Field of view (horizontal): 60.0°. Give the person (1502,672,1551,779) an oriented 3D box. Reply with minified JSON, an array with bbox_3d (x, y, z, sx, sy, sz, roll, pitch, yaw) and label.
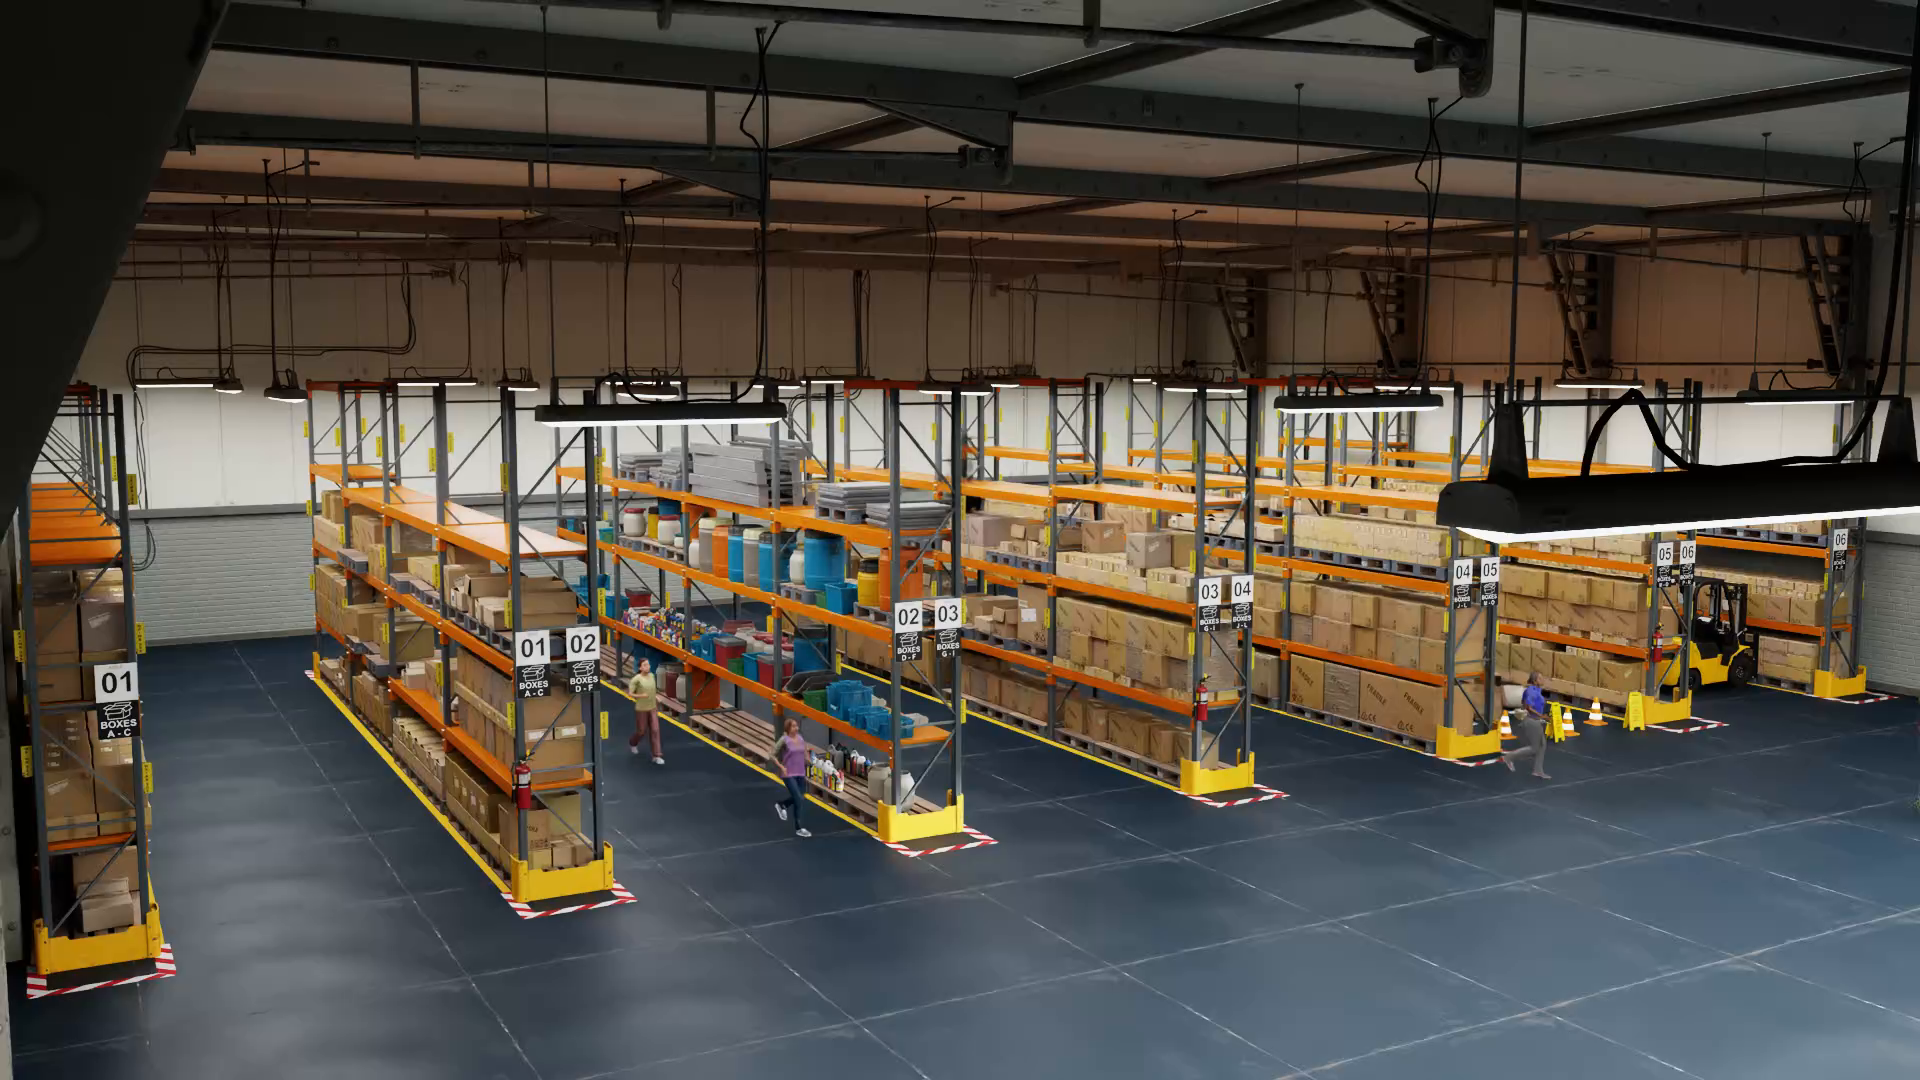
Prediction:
[{"bbox_3d":[8.683,2.830,25.418,0.741,1.663,0.599,1,6,9],"label":"person"}]

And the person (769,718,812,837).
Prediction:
[{"bbox_3d":[-2.276,3.168,22.405,0.792,1.566,0.548,6,8,44],"label":"person"}]

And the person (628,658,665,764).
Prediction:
[{"bbox_3d":[-4.963,2.673,26.282,0.580,1.639,0.990,-5,8,-39],"label":"person"}]
